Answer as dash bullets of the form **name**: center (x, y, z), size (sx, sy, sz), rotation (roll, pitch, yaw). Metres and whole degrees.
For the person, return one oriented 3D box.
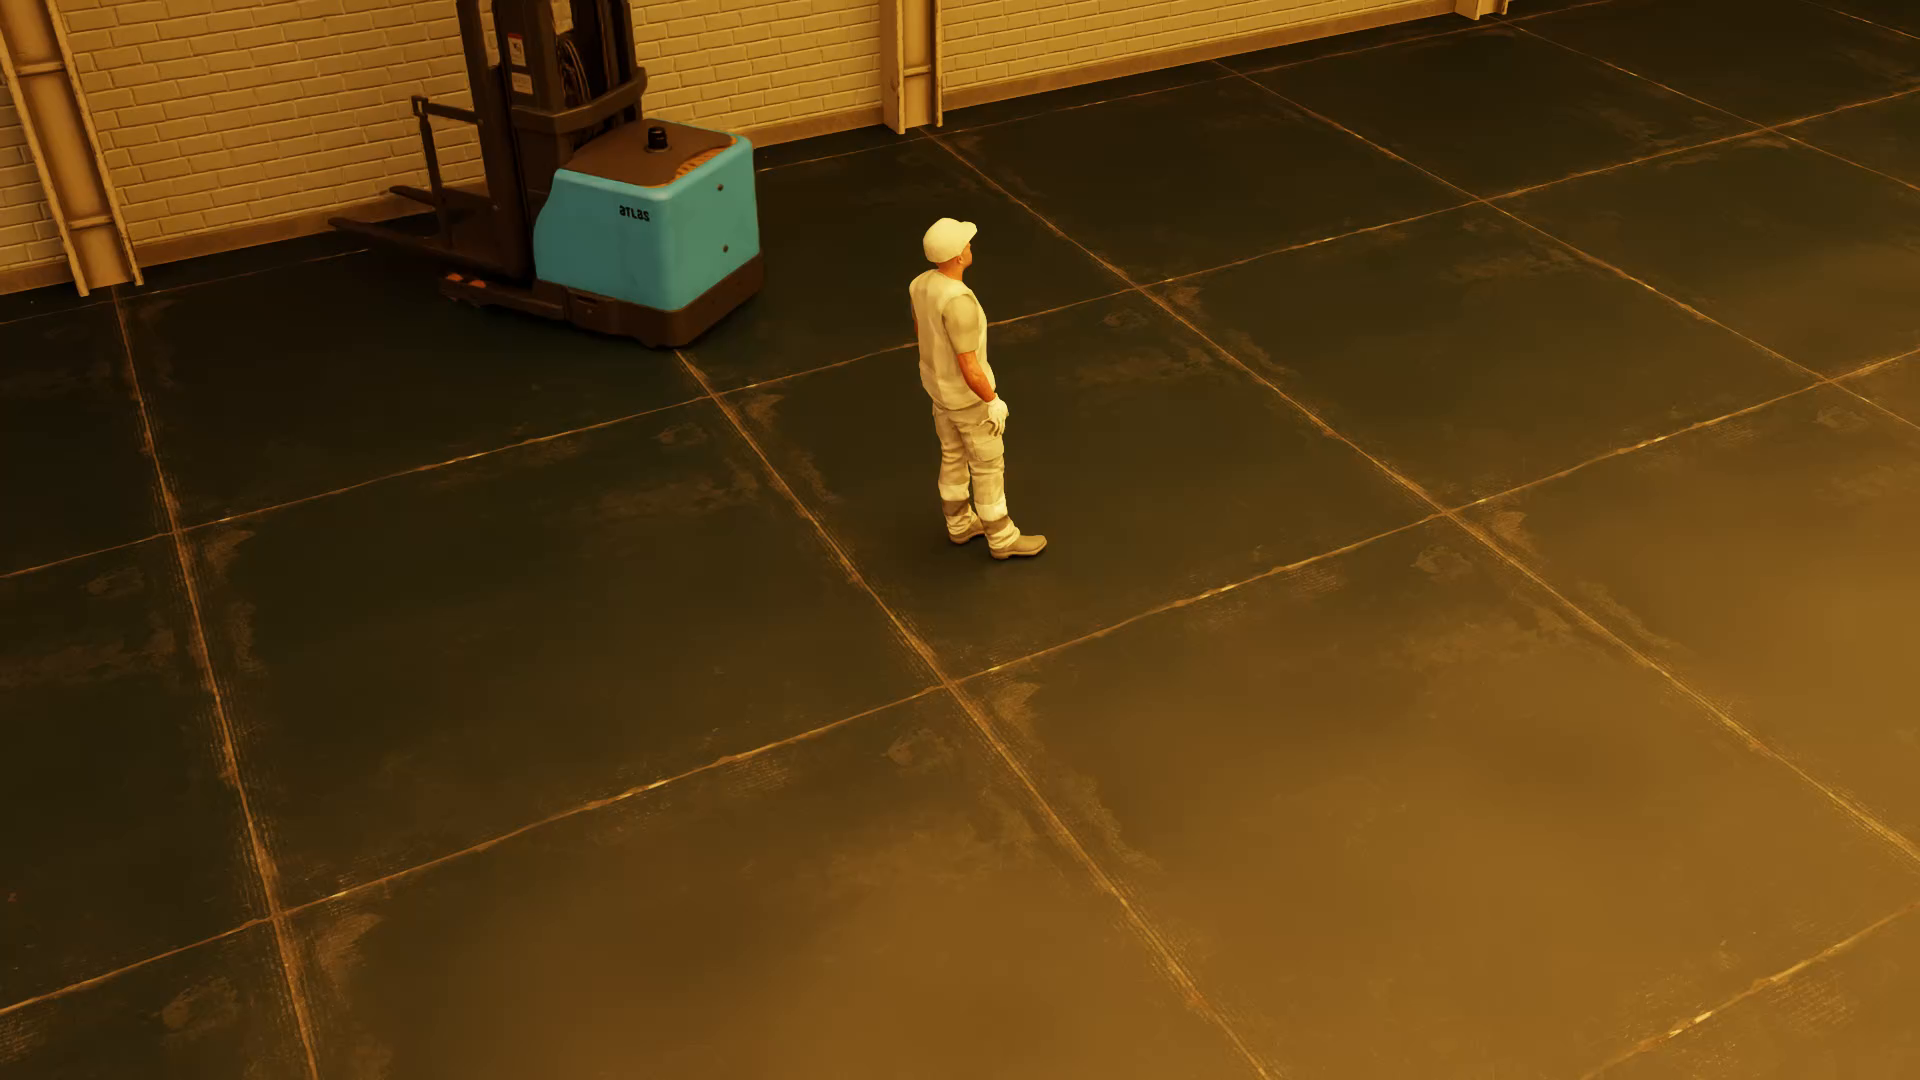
- **person**: center (0.076, -0.752, 8.163), size (0.564, 1.787, 0.637), rotation (-17, 39, -23)

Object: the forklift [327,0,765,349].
- **forklift**: center (-2.829, -2.969, 10.323), size (3.031, 2.935, 1.130), rotation (16, 38, 22)
